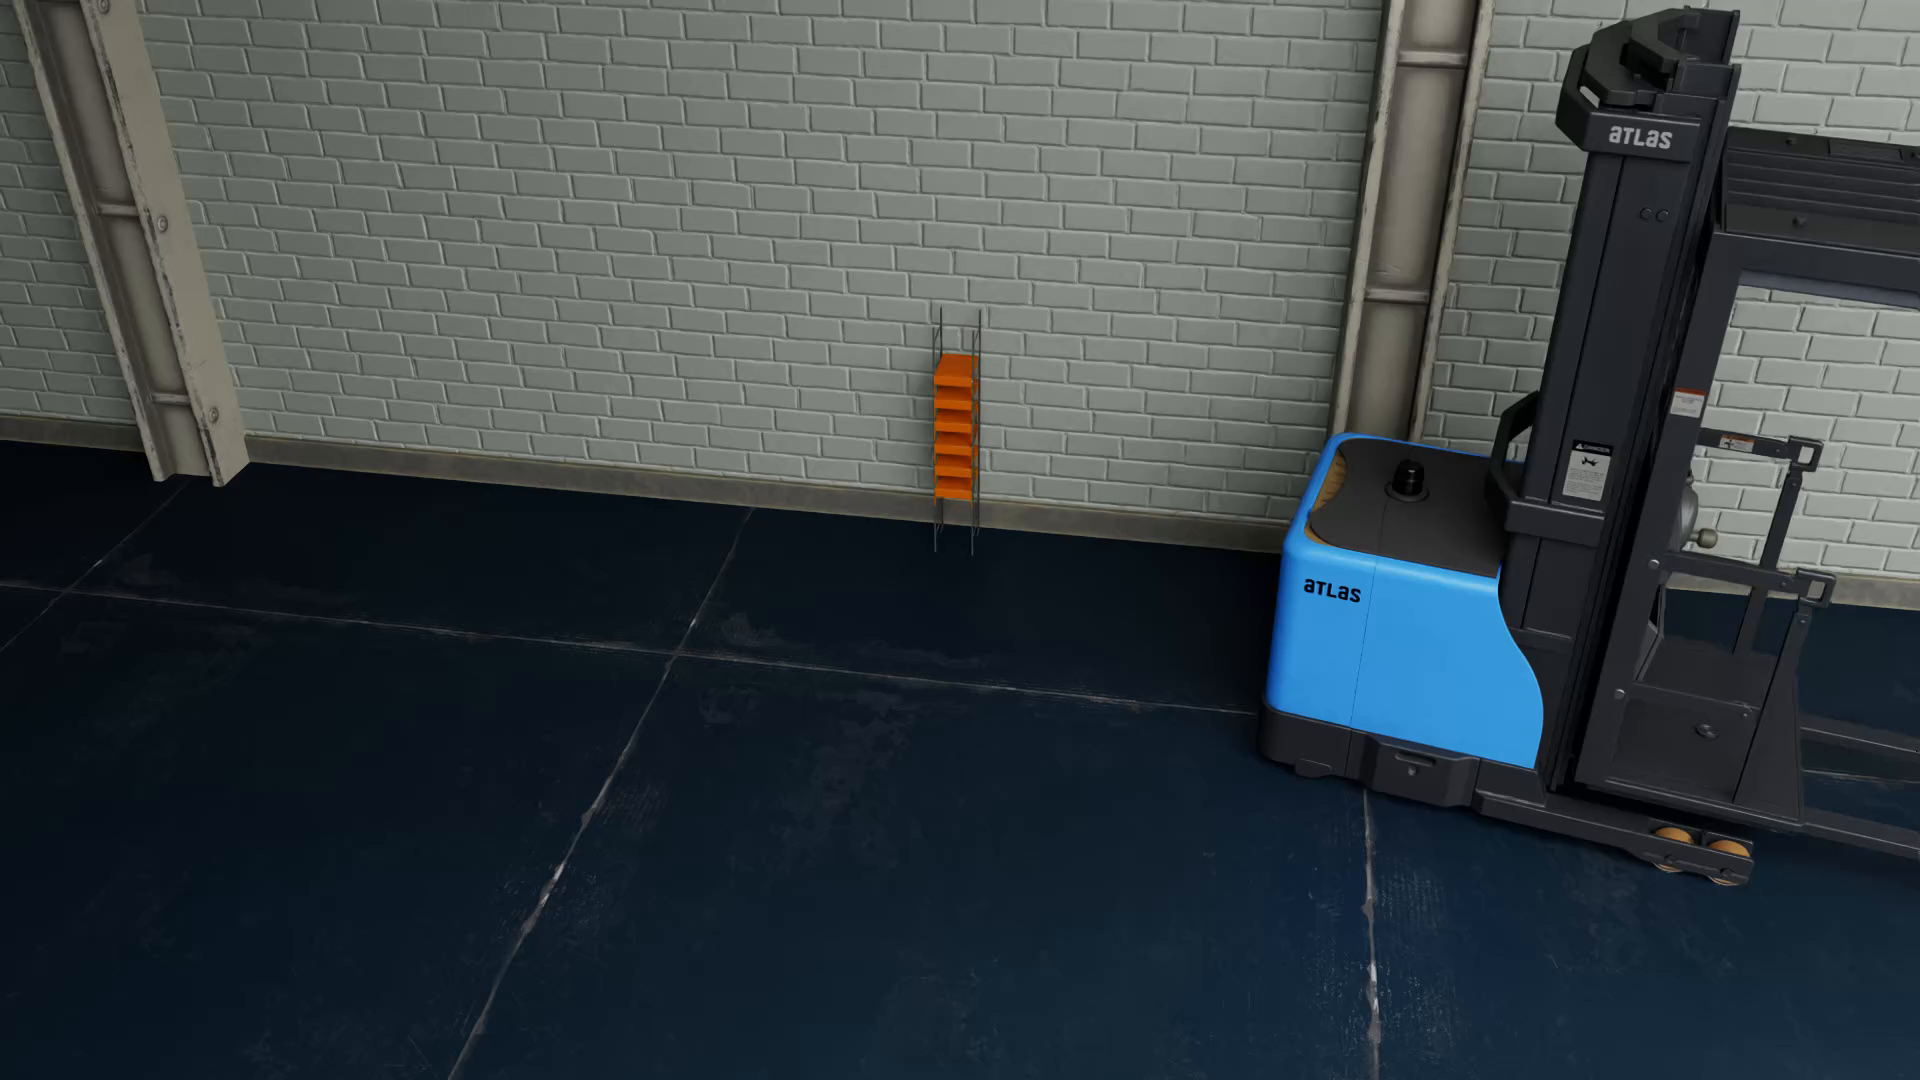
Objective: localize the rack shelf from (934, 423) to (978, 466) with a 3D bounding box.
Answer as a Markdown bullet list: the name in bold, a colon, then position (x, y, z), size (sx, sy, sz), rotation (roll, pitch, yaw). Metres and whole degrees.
- **rack shelf**: position (-0.014, -0.467, 7.949), size (0.180, 0.103, 0.258), rotation (5, 32, 7)

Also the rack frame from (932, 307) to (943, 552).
- **rack frame**: position (-0.104, -0.512, 7.937), size (0.006, 1.200, 0.240), rotation (5, 32, 7)

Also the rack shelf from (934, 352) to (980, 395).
- **rack shelf**: position (-0.014, -0.772, 7.758), size (0.180, 0.103, 0.258), rotation (5, 32, 7)

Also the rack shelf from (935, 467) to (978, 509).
- **rack shelf**: position (-0.014, -0.264, 8.077), size (0.180, 0.103, 0.258), rotation (5, 32, 7)

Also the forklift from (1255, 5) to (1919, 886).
- **forklift**: position (2.775, -0.276, 5.929), size (3.031, 2.935, 1.130), rotation (12, 34, 18)

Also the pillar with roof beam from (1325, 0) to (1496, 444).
- **pillar with roof beam**: position (1.164, -1.403, 2.010), size (0.400, 9.000, 9.100), rotation (5, 32, 8)

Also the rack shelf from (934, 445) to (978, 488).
- **rack shelf**: position (-0.014, -0.365, 8.013), size (0.180, 0.103, 0.258), rotation (5, 32, 7)

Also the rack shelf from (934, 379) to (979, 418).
- **rack shelf**: position (-0.014, -0.671, 7.822), size (0.180, 0.103, 0.258), rotation (5, 32, 7)

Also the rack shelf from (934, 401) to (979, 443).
- **rack shelf**: position (-0.014, -0.569, 7.886), size (0.180, 0.103, 0.258), rotation (5, 32, 7)

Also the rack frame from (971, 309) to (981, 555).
- **rack frame**: position (0.077, -0.498, 7.914), size (0.006, 1.200, 0.240), rotation (5, 32, 7)

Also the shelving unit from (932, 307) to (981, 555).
- **shelving unit**: position (-0.014, -0.505, 7.926), size (0.189, 1.200, 0.258), rotation (5, 32, 7)

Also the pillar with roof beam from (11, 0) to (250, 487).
- **pillar with roof beam**: position (-4.750, -1.939, 2.866), size (0.400, 9.000, 9.100), rotation (5, 32, 8)
